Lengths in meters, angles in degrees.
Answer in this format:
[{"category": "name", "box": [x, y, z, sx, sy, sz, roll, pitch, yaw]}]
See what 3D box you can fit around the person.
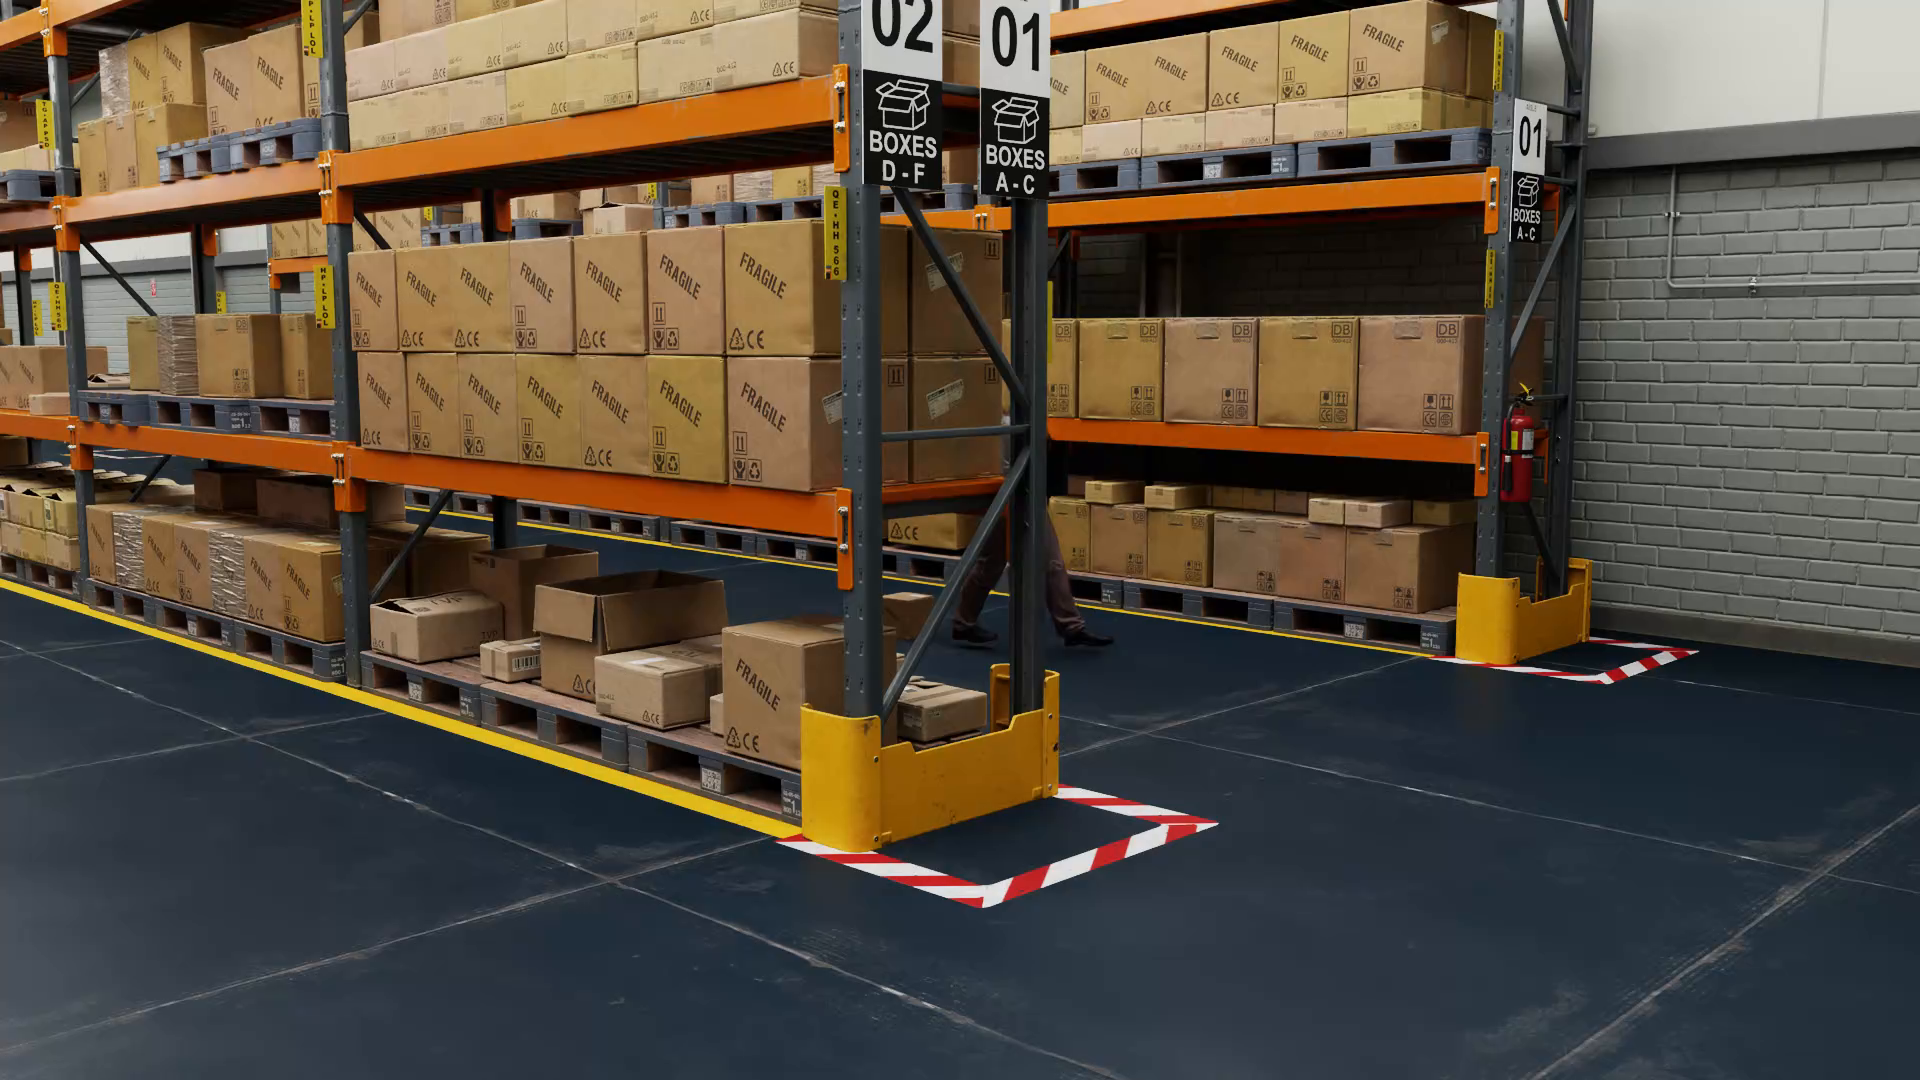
[{"category": "person", "box": [0.393, -0.191, 9.848, 0.996, 1.655, 0.563, 4, 8, 27]}]
